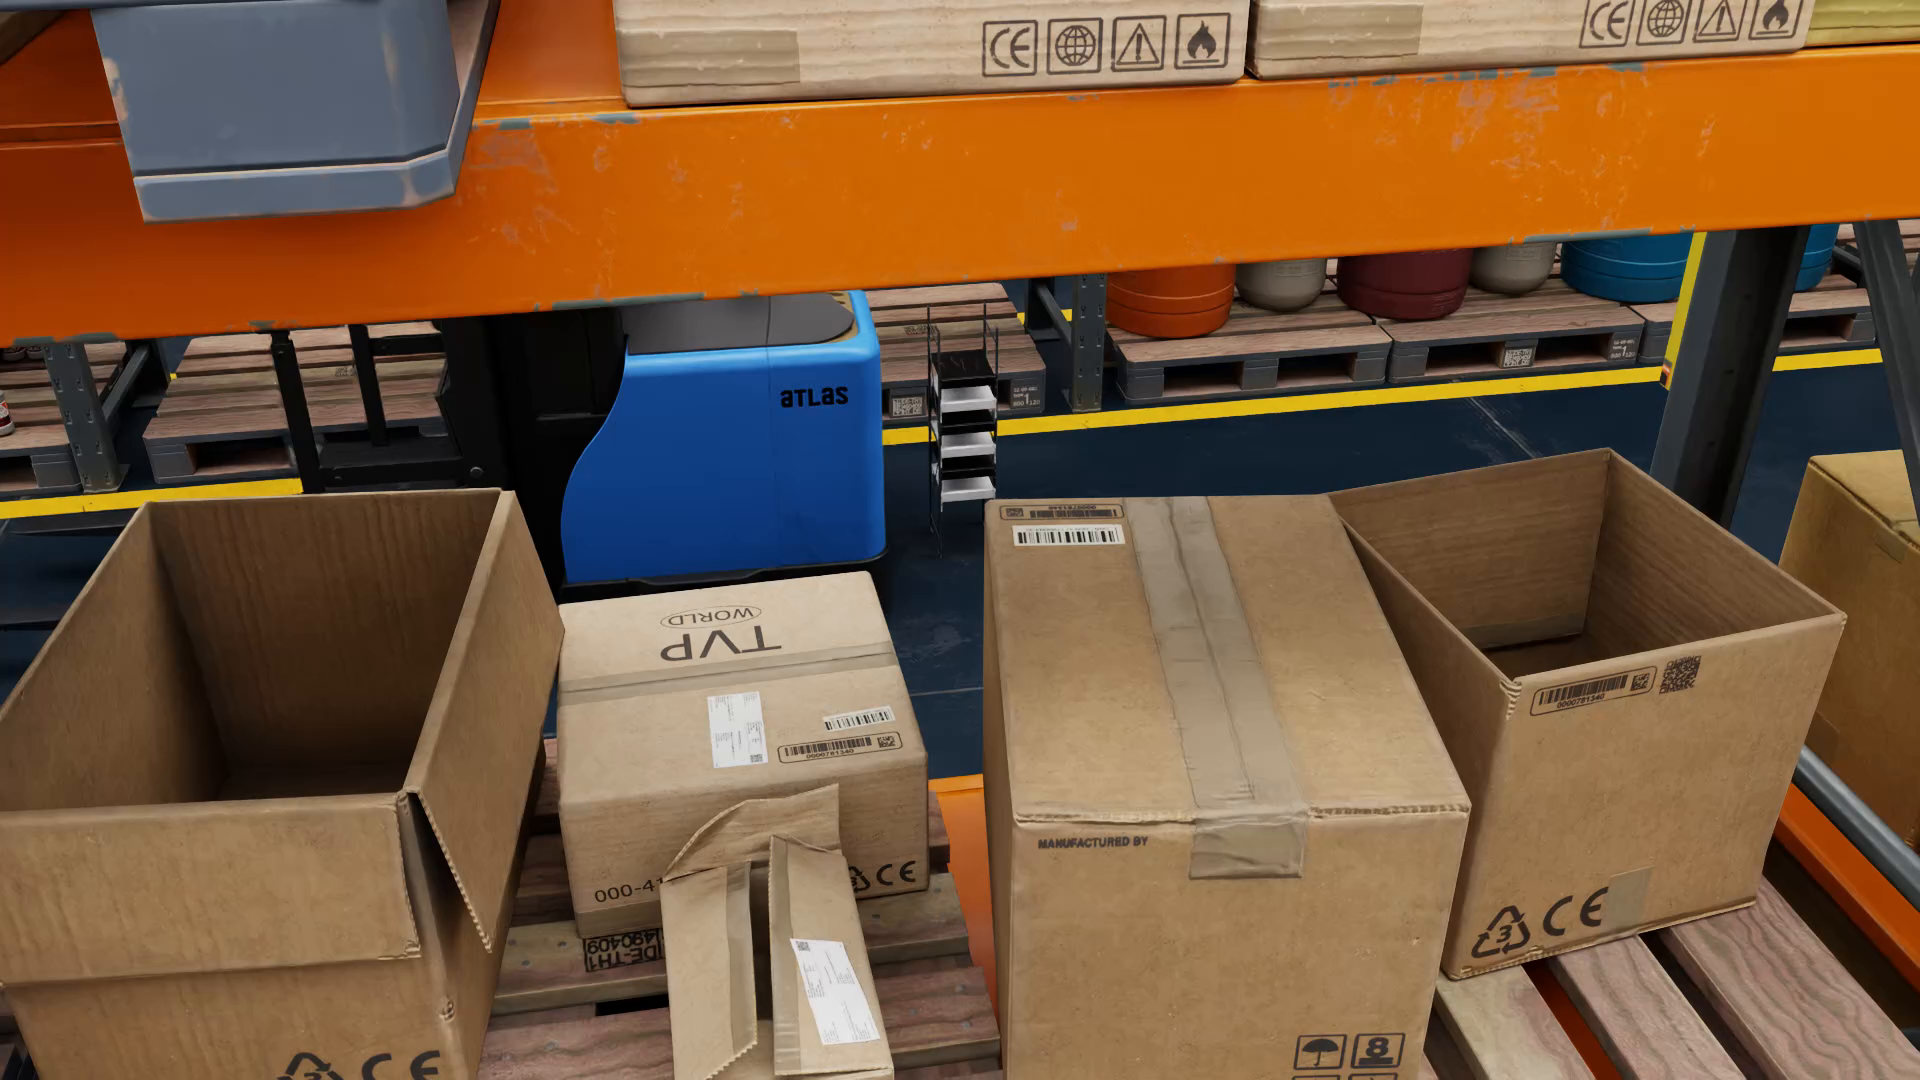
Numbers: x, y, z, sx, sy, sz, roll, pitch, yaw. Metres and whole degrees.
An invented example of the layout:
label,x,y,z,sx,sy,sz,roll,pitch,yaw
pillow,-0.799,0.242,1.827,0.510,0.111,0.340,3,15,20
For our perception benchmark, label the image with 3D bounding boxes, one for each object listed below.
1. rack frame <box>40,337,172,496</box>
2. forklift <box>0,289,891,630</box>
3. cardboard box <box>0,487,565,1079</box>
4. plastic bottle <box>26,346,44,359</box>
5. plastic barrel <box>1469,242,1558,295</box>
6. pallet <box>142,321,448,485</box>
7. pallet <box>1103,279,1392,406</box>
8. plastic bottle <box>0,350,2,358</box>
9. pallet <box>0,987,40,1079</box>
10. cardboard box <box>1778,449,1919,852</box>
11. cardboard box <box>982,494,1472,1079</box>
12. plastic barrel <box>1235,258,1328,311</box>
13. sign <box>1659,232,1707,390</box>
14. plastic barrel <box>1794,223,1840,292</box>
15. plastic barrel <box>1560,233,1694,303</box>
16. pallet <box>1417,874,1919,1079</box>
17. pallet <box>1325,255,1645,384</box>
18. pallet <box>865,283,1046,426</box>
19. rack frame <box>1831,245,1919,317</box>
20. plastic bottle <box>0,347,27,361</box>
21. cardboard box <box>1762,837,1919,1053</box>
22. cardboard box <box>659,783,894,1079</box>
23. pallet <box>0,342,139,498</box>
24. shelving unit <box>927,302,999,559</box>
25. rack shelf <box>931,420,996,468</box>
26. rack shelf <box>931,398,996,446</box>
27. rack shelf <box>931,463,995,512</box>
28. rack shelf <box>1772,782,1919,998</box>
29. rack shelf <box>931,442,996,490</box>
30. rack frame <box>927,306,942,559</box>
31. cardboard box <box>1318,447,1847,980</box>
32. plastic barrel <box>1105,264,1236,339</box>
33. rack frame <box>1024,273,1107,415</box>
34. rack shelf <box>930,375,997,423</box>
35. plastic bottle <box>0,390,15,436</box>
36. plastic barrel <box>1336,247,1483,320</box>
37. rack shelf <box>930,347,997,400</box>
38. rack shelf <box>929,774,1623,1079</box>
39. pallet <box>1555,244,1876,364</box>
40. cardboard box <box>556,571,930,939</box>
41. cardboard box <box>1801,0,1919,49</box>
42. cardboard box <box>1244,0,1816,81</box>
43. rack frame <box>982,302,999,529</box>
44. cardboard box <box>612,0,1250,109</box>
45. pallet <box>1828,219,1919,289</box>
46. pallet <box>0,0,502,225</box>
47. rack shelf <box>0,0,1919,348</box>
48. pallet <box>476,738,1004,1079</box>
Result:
label,x,y,z,sx,sy,sz,roll,pitch,yaw
rack frame,-3.475,-1.723,6.220,0.127,3.000,1.000,-5,31,-9
forklift,-1.800,-1.076,5.189,3.031,2.935,1.130,-4,31,-7
cardboard box,-0.895,0.317,2.236,0.637,0.503,0.797,-2,31,-4
plastic bottle,-3.968,-0.886,7.125,0.097,0.201,0.097,0,30,0
plastic barrel,2.587,-1.449,7.795,0.421,0.512,0.421,0,30,0
pallet,-2.710,-0.612,7.082,1.213,0.211,1.003,-5,31,-9
pallet,1.227,-0.979,7.706,1.213,0.211,1.003,-5,31,-9
plastic bottle,-4.181,-0.885,7.048,0.135,0.276,0.152,-4,31,-7
pallet,-1.805,0.832,2.065,1.213,0.211,1.003,-5,31,-9
cardboard box,1.792,0.170,2.903,0.500,0.500,0.500,-4,31,-7
cardboard box,0.296,0.328,2.221,0.500,0.500,0.700,-1,30,-2
plastic barrel,1.477,-1.346,7.619,0.421,0.512,0.421,0,30,0
sign,1.248,-0.394,2.818,0.005,0.325,0.100,-5,31,-9
plastic barrel,3.856,-1.688,7.818,0.708,0.901,0.600,-5,31,-9
plastic barrel,3.159,-1.624,7.708,0.708,0.901,0.600,-5,31,-9
pallet,0.669,0.582,2.489,1.003,0.211,1.213,-5,31,-9
pallet,2.425,-1.088,7.892,1.213,0.211,1.003,-5,31,-9
pallet,-0.310,-0.834,7.461,1.213,0.211,1.003,-5,31,-9
rack frame,4.394,-2.453,7.462,0.127,3.000,1.000,-5,31,-9
plastic bottle,-4.068,-0.877,7.109,0.097,0.201,0.097,0,30,0
cardboard box,2.034,1.064,3.163,0.875,0.875,1.225,-7,31,-11
cardboard box,-0.240,0.545,2.081,0.258,0.266,0.396,-6,31,-10
pallet,-4.144,-0.480,6.858,1.213,0.211,1.003,-5,31,-9
shelving unit,0.008,-0.389,6.023,0.210,0.900,0.258,-5,31,-9
rack shelf,0.008,-0.360,6.040,0.200,0.077,0.258,-5,31,-9
rack shelf,0.008,-0.437,5.994,0.200,0.077,0.258,-5,31,-9
rack shelf,0.008,-0.205,6.131,0.200,0.077,0.258,-5,31,-9
rack shelf,3.319,0.509,3.135,4.000,0.370,1.077,-5,31,-9
rack shelf,0.008,-0.282,6.086,0.200,0.077,0.258,-5,31,-9
rack frame,-0.092,-0.379,6.007,0.006,0.900,0.240,-5,31,-9
cardboard box,0.827,0.227,2.392,0.500,0.500,0.500,-9,32,-15
plastic barrel,0.937,-1.387,7.375,0.708,0.830,0.600,-5,31,-9
rack frame,0.459,-2.088,6.841,0.127,3.000,1.000,-5,31,-9
rack shelf,0.008,-0.515,5.949,0.200,0.077,0.258,-5,31,-9
plastic bottle,-3.776,-0.518,6.498,0.097,0.201,0.097,0,30,0
plastic barrel,2.048,-1.386,7.612,0.708,0.588,0.600,-5,31,-9
rack shelf,0.008,-0.593,5.903,0.200,0.077,0.258,-5,31,-9
rack shelf,-0.616,0.874,2.514,4.000,0.370,1.077,-5,31,-9
pallet,3.627,-1.201,8.085,1.213,0.211,1.003,-5,31,-9
cardboard box,-0.339,0.304,2.508,0.500,0.250,0.500,-6,31,-10
cardboard box,0.928,-0.681,1.638,0.500,0.250,0.500,-5,31,-9
cardboard box,0.442,-0.629,1.549,0.500,0.250,0.500,-5,31,-9
rack frame,0.108,-0.398,6.039,0.006,0.900,0.240,-5,31,-9
cardboard box,-0.052,-0.585,1.473,0.500,0.250,0.500,-4,31,-8
pallet,5.110,-1.337,8.316,1.213,0.211,1.003,-5,31,-9
pallet,-0.937,-0.565,1.477,1.003,0.211,1.213,-5,31,-9
rack shelf,-0.616,-0.419,1.753,4.000,0.370,1.077,-5,31,-9
pallet,-0.589,0.665,2.348,1.213,0.211,1.003,-5,31,-9
